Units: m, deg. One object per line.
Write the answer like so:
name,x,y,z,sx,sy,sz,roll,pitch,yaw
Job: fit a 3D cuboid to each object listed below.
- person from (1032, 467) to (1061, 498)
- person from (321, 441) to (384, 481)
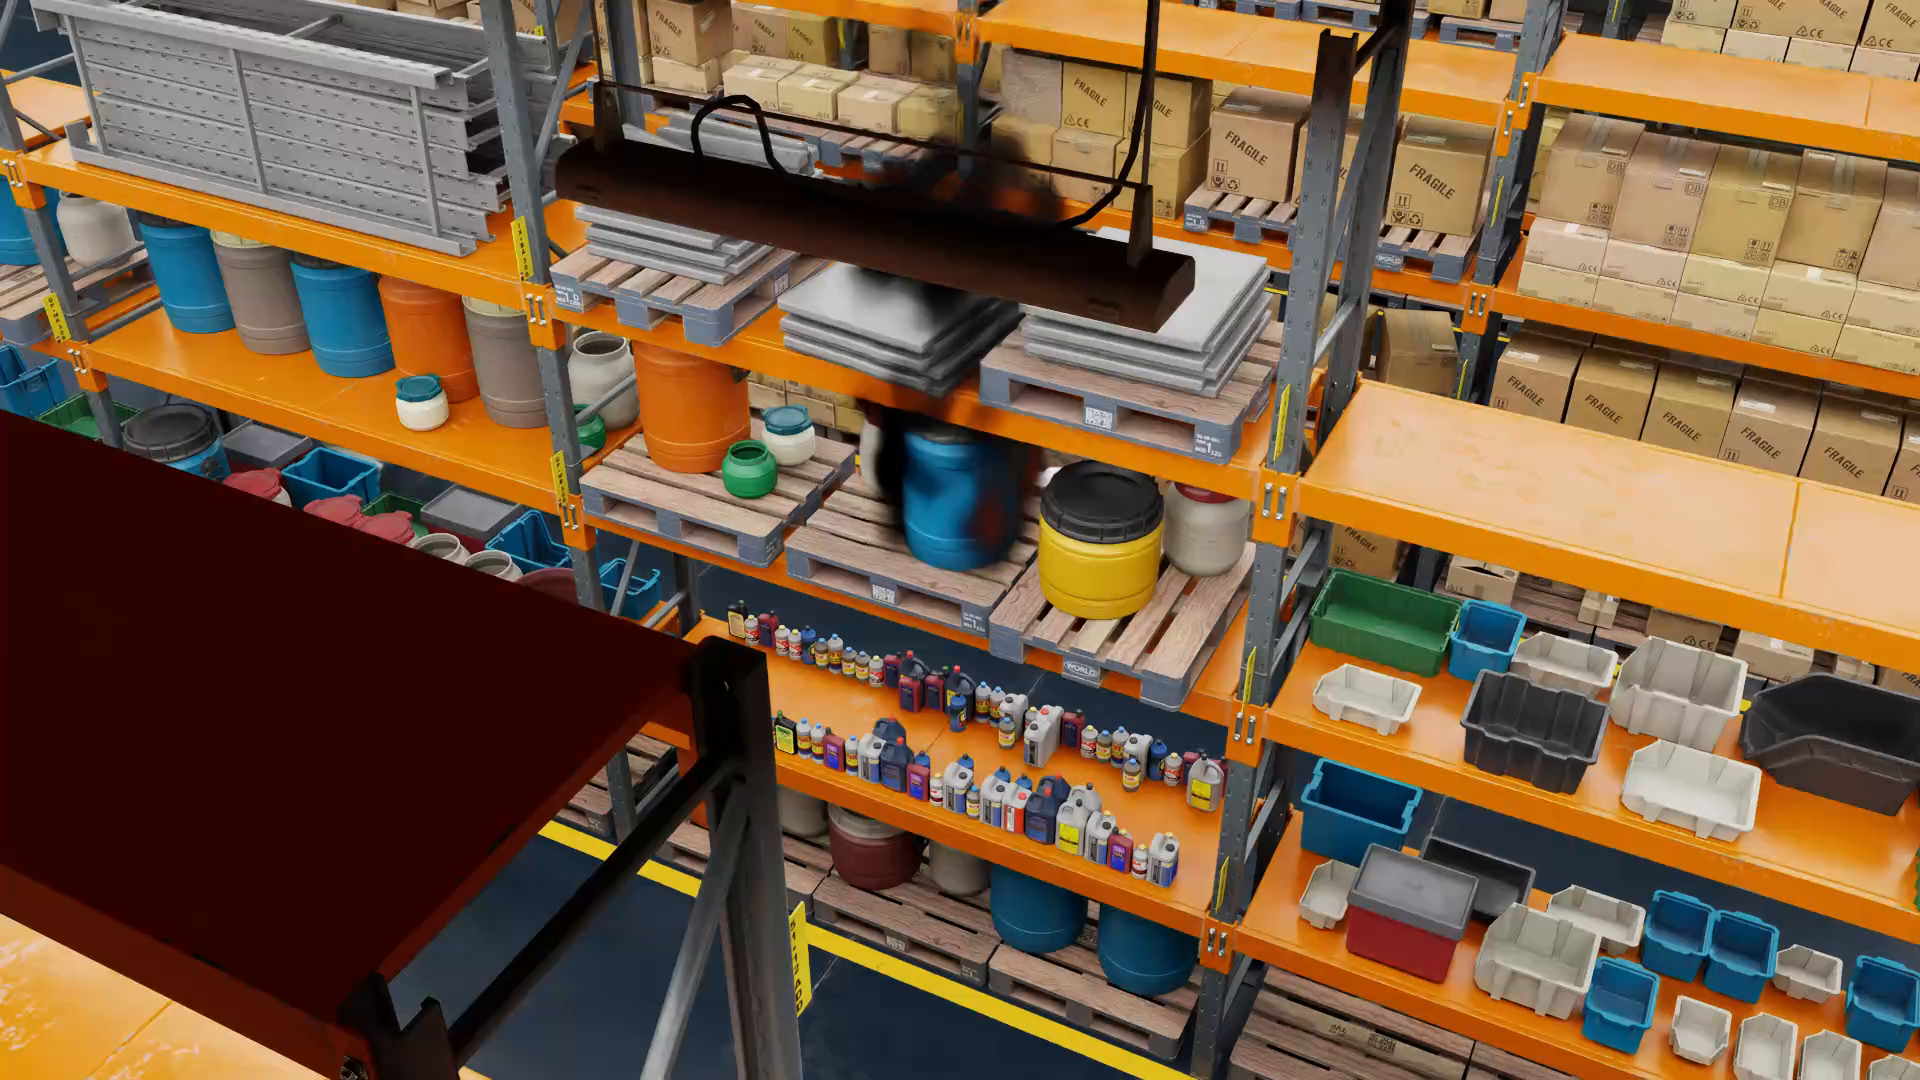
person,0.593,0.190,12.099,0.569,1.729,0.652,8,36,12
person,-5.162,-1.178,14.038,0.590,1.735,0.665,14,37,19
